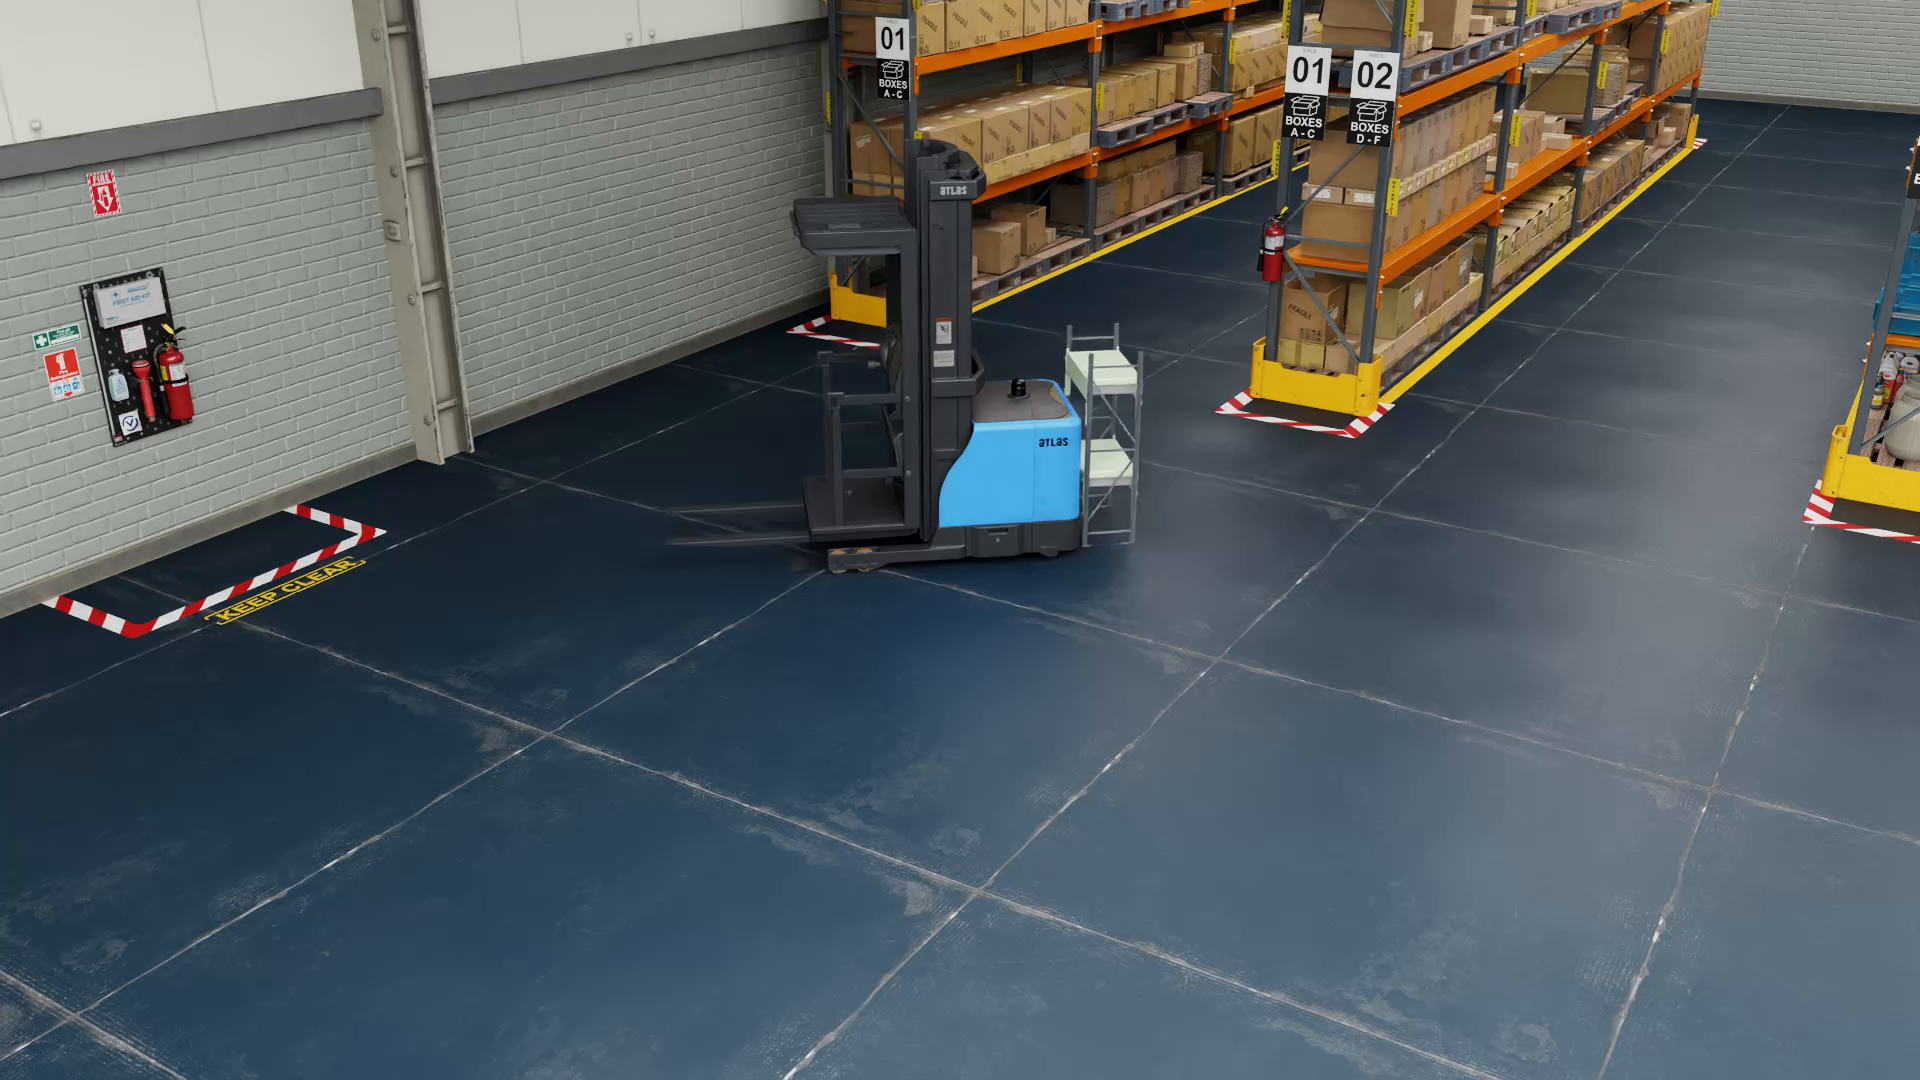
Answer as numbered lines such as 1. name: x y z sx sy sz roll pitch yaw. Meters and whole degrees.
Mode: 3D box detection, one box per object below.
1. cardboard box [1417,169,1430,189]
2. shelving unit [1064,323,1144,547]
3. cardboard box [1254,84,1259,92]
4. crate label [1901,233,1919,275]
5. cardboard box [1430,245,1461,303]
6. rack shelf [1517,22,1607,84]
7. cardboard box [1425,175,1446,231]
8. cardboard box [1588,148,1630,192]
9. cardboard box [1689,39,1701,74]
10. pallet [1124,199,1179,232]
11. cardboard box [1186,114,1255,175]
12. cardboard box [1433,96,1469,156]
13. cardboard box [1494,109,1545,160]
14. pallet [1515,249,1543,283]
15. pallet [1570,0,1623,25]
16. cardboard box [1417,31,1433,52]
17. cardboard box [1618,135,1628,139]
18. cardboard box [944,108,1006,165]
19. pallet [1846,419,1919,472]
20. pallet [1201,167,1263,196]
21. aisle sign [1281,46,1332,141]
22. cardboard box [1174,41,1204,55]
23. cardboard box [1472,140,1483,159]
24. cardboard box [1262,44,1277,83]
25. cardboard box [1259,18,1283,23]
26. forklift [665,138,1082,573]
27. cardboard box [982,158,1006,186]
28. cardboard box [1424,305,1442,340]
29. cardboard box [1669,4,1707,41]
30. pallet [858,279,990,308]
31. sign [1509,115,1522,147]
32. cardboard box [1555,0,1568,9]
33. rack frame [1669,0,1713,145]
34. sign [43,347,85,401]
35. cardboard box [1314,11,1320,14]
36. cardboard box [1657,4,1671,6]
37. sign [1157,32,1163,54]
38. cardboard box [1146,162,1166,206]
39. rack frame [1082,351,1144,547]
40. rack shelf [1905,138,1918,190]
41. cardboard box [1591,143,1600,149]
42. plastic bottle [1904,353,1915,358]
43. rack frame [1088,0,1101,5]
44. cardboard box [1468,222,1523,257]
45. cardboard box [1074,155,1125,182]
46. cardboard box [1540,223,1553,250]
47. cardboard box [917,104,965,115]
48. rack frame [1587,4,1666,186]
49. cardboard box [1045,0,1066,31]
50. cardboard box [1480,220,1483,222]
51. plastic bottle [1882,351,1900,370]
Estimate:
1. cardboard box: 4.252 -3.461 15.863 0.380 0.149 0.250 13 27 27
2. shelving unit: 1.061 -0.797 12.536 0.431 1.500 0.755 -3 24 -8
3. cardboard box: 4.209 -6.731 24.648 0.380 0.149 0.250 15 27 30
4. crate label: 8.266 -2.337 14.163 0.502 0.435 0.616 14 27 29
5. cardboard box: 4.836 -2.769 17.194 0.500 0.500 0.500 14 27 29
6. rack shelf: 6.484 -5.753 19.230 1.077 0.370 4.000 14 27 29
7. cardboard box: 4.390 -3.406 16.551 0.700 0.500 0.500 15 27 31
8. cardboard box: 9.099 -5.226 23.474 0.500 0.500 0.500 14 27 30
9. cardboard box: 11.483 -7.744 26.572 0.500 0.500 0.500 14 27 29
10. pallet: 2.271 -4.466 22.635 1.003 0.211 1.213 14 27 29
11. cardboard box: 3.828 -5.846 24.491 0.750 0.750 0.750 13 27 28
12. cardboard box: 4.670 -4.182 16.712 0.700 0.500 0.500 14 27 29
13. cardboard box: 6.668 -4.858 19.906 0.500 0.500 0.500 12 26 26
14. pallet: 6.427 -3.422 20.226 1.003 0.211 1.213 14 27 29
15. pallet: 7.257 -6.424 20.111 1.213 0.211 1.003 15 28 31
16. cardboard box: 4.089 -4.560 15.180 0.380 0.149 0.250 14 27 29
17. cardboard box: 10.104 -6.205 25.974 0.500 0.311 0.500 14 27 29
18. cardboard box: 0.163 -4.439 18.284 0.500 0.500 0.500 13 27 27
19. pallet: 7.958 -0.671 13.871 1.003 0.211 1.213 14 27 29
20. pallet: 3.808 -5.389 24.769 1.003 0.211 1.213 14 27 29
21. aisle sign: 3.035 -3.914 14.579 0.394 0.787 0.004 14 27 29
22. cardboard box: 3.172 -6.841 23.117 0.380 0.149 0.250 10 25 22
23. cardboard box: 5.199 -4.067 17.262 0.380 0.149 0.250 13 27 27
24. cardboard box: 4.349 -7.063 24.599 0.500 0.500 0.500 14 27 29
25. cardboard box: 4.862 -7.751 25.244 0.500 0.250 0.500 14 27 30
26. forklift: -0.673 -1.329 11.965 3.031 2.935 1.130 -3 24 -8
27. cardboard box: 0.171 -4.106 18.459 0.500 0.250 0.500 13 27 28
28. cardboard box: 4.583 -2.253 16.947 0.500 0.250 0.500 14 27 29
29. cardboard box: 11.492 -8.208 26.386 0.500 0.500 0.500 15 27 30
30. pallet: -0.393 -2.731 18.629 1.003 0.211 1.213 14 27 29
31. sign: 5.901 -4.350 17.668 0.100 0.325 0.005 14 27 29
32. cardboard box: 6.775 -6.346 19.354 0.500 0.250 0.500 13 27 28
33. rack frame: 11.759 -8.082 27.479 1.000 3.000 0.127 14 27 29
34. sign: -6.137 -1.136 11.390 0.001 0.329 0.234 14 27 29
35. cardboard box: 6.504 -8.579 28.250 0.980 0.700 0.700 12 26 26
36. cardboard box: 11.031 -8.314 26.631 0.500 0.500 0.500 14 27 29
37. sign: 2.855 -7.065 23.673 0.100 0.325 0.005 14 27 29
38. cardboard box: 2.384 -4.896 22.713 0.700 0.500 0.500 14 27 29
39. rack frame: 1.117 -0.653 12.205 0.400 1.500 0.023 -3 24 -8
40. rack shelf: 8.580 -3.364 13.710 1.077 0.370 4.000 14 27 29
41. cardboard box: 8.915 -5.492 24.089 0.500 0.500 0.500 14 27 30
42. plastic bottle: 8.883 -1.683 15.577 0.097 0.271 0.097 0 23 0
43. rack frame: 1.218 -7.822 19.327 1.000 3.000 0.127 14 27 29
44. cardboard box: 6.127 -3.475 19.064 0.500 0.311 0.500 14 27 28
45. cardboard box: 1.822 -4.869 21.706 0.500 0.250 0.500 13 27 28
46. cardboard box: 6.932 -3.740 20.382 0.500 0.250 0.500 15 27 30
47. cardboard box: -0.281 -4.550 18.540 0.500 0.500 0.500 13 27 28
48. rack frame: 9.649 -6.732 24.361 1.000 3.000 0.127 14 27 29
49. cardboard box: 0.884 -6.110 18.997 0.500 0.500 0.500 11 26 25
50. cardboard box: 5.933 -3.762 19.726 0.500 0.311 0.500 14 27 29
51. plastic bottle: 8.533 -1.586 15.255 0.144 0.351 0.185 14 27 29
